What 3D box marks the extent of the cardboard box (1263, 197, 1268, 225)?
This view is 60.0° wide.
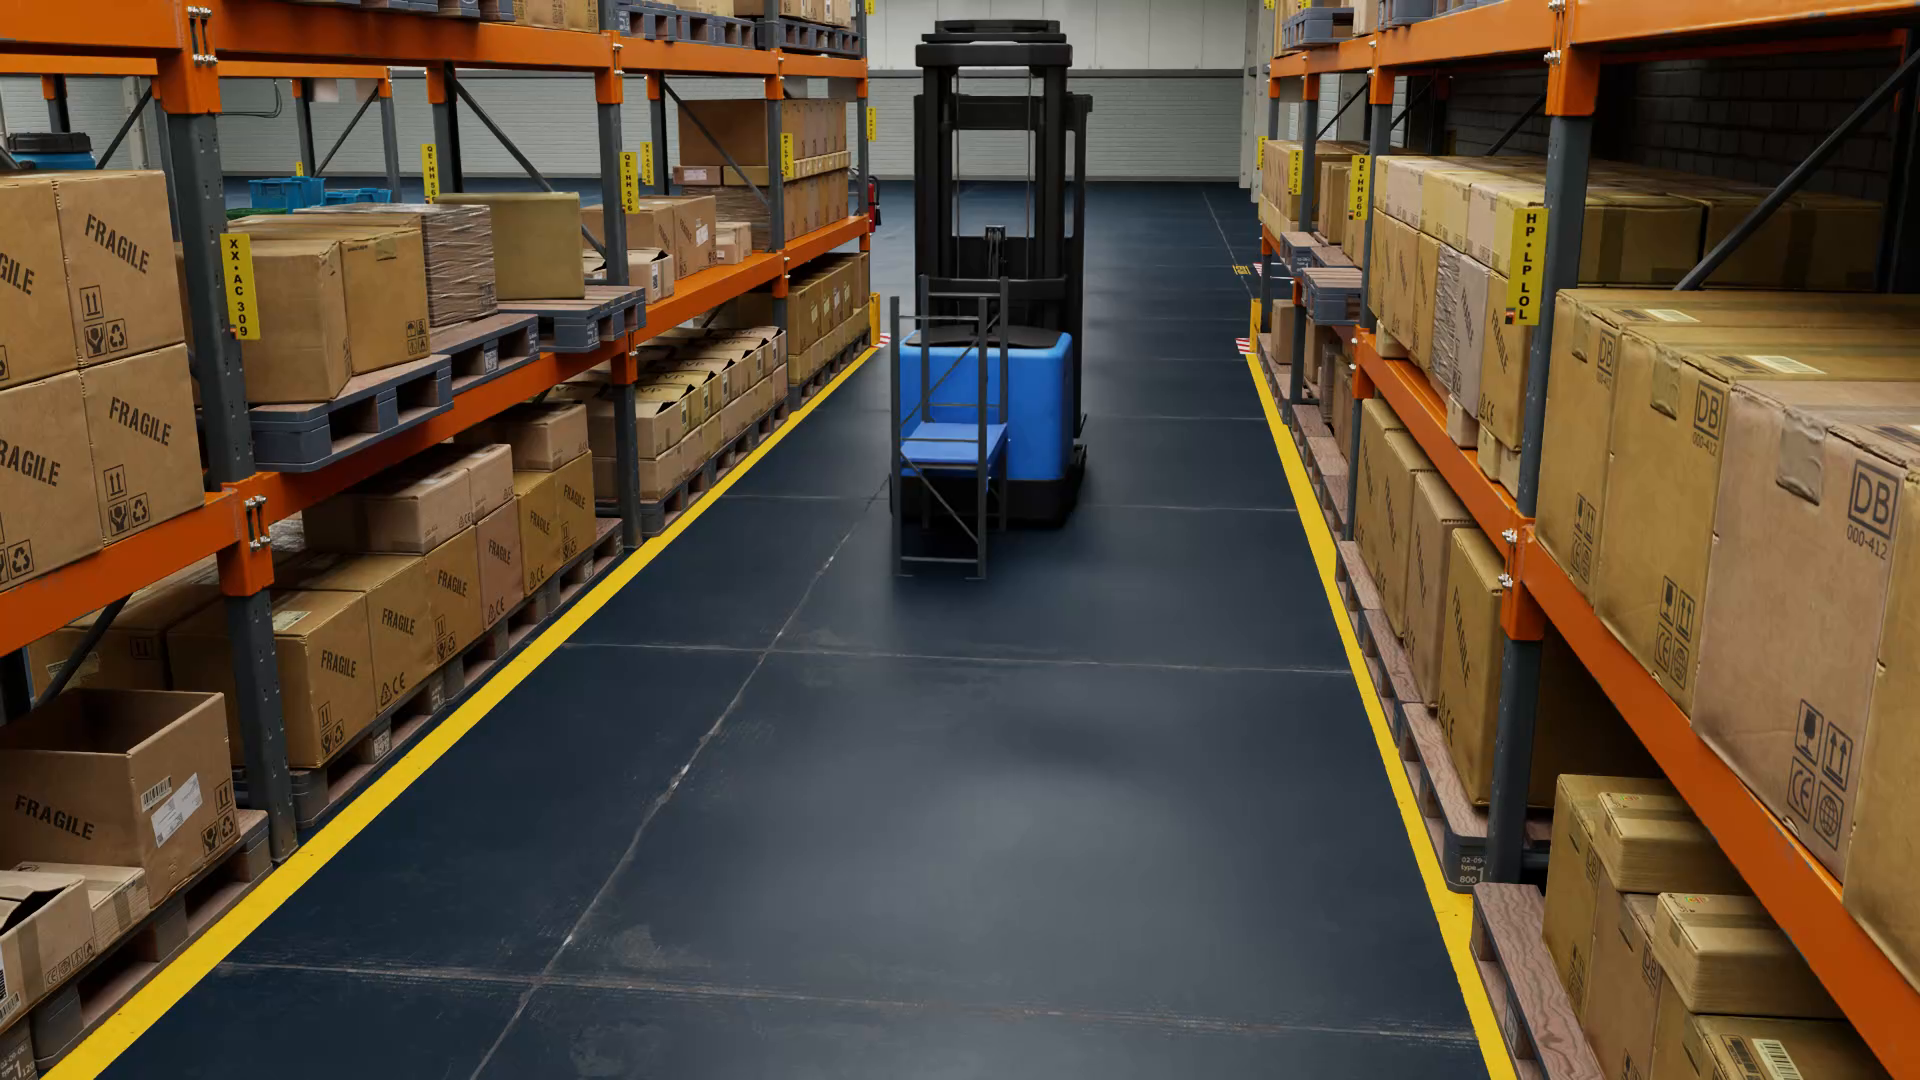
[{"bbox_3d":[3.084,-3.034,15.384,0.500,0.250,0.500,1,15,5],"label":"cardboard box"}]

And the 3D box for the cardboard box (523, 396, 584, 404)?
[{"bbox_3d":[-2.512,-0.708,9.923,0.500,0.311,0.500,2,15,8],"label":"cardboard box"}]

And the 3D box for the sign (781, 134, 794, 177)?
[{"bbox_3d":[-1.335,-2.964,12.809,0.100,0.325,0.005,2,15,6],"label":"sign"}]

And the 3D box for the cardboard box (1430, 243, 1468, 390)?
[{"bbox_3d":[2.059,-0.828,6.178,0.500,0.500,0.500,2,15,6],"label":"cardboard box"}]

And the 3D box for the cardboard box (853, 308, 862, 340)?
[{"bbox_3d":[-1.235,-2.091,16.113,0.500,0.250,0.500,2,15,6],"label":"cardboard box"}]

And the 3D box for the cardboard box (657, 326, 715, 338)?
[{"bbox_3d":[-2.169,-1.503,12.861,0.500,0.311,0.500,2,15,6],"label":"cardboard box"}]

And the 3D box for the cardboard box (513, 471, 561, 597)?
[{"bbox_3d":[-2.258,-0.041,8.013,0.500,0.500,0.500,1,15,4],"label":"cardboard box"}]

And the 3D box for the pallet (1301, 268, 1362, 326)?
[{"bbox_3d":[2.570,-1.369,9.347,1.213,0.211,1.003,2,15,6],"label":"pallet"}]

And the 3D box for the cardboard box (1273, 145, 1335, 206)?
[{"bbox_3d":[2.969,-3.137,14.330,0.500,0.500,0.500,2,15,8],"label":"cardboard box"}]

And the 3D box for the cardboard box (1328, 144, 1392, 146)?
[{"bbox_3d":[3.536,-3.255,14.766,0.500,0.500,0.500,1,15,5],"label":"cardboard box"}]

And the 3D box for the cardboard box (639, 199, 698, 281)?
[{"bbox_3d":[-2.094,-2.039,11.266,0.500,0.500,0.500,2,15,6],"label":"cardboard box"}]

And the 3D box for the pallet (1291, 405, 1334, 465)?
[{"bbox_3d":[2.961,-0.763,12.081,1.003,0.211,1.213,2,15,6],"label":"pallet"}]

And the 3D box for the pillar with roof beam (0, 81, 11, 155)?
[{"bbox_3d":[-20.034,-13.064,40.734,9.100,9.000,0.400,2,15,6],"label":"pillar with roof beam"}]

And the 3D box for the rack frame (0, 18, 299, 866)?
[{"bbox_3d":[-2.778,-0.382,5.326,1.000,3.000,0.127,2,15,6],"label":"rack frame"}]

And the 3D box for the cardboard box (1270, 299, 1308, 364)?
[{"bbox_3d":[3.134,-1.841,14.670,0.700,0.500,0.500,1,15,3],"label":"cardboard box"}]

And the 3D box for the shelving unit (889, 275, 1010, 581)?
[{"bbox_3d":[-0.042,-0.649,9.189,0.538,1.500,1.048,2,15,7],"label":"shelving unit"}]

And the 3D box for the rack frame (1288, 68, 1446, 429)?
[{"bbox_3d":[3.047,-2.311,12.464,1.000,3.000,0.127,2,15,6],"label":"rack frame"}]

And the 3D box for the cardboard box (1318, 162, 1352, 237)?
[{"bbox_3d":[2.956,-2.441,11.909,0.700,0.500,0.500,2,15,6],"label":"cardboard box"}]

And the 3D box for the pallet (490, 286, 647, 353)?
[{"bbox_3d":[-2.333,-1.148,8.530,1.213,0.211,1.003,2,15,6],"label":"pallet"}]

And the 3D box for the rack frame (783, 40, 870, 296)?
[{"bbox_3d":[-1.424,-3.494,16.837,1.000,3.000,0.127,2,15,6],"label":"rack frame"}]

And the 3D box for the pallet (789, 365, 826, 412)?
[{"bbox_3d":[-1.744,-1.315,14.122,1.003,0.211,1.213,2,15,6],"label":"pallet"}]

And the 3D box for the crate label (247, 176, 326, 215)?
[{"bbox_3d":[-6.284,-3.172,15.580,0.502,0.435,0.616,2,15,6],"label":"crate label"}]

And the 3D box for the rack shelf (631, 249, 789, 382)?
[{"bbox_3d":[-2.101,-1.590,11.175,1.077,0.370,4.000,2,15,6],"label":"rack shelf"}]

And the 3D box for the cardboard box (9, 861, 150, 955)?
[{"bbox_3d":[-2.543,1.037,4.698,0.380,0.149,0.250,2,15,6],"label":"cardboard box"}]

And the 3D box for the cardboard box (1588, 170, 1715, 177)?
[{"bbox_3d":[2.622,-1.313,6.535,0.500,0.250,0.500,1,15,5],"label":"cardboard box"}]

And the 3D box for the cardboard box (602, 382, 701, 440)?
[{"bbox_3d":[-1.925,-0.829,10.369,0.500,0.311,0.500,1,15,5],"label":"cardboard box"}]

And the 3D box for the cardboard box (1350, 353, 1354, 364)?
[{"bbox_3d":[2.879,-1.238,11.005,0.500,0.250,0.500,1,15,5],"label":"cardboard box"}]

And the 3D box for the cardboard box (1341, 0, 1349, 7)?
[{"bbox_3d":[2.906,-3.871,11.489,0.500,0.500,0.500,4,16,14],"label":"cardboard box"}]

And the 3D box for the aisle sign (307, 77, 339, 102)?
[{"bbox_3d":[-6.628,-4.923,17.141,0.394,0.787,0.004,2,15,6],"label":"aisle sign"}]

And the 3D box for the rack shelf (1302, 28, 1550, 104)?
[{"bbox_3d":[2.822,-2.893,10.248,1.077,0.370,4.000,2,15,6],"label":"rack shelf"}]

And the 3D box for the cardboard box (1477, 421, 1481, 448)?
[{"bbox_3d":[1.980,-0.353,5.664,0.380,0.149,0.250,2,15,8],"label":"cardboard box"}]

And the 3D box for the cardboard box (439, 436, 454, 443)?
[{"bbox_3d":[-2.662,-0.315,9.027,0.500,0.500,0.500,2,15,9],"label":"cardboard box"}]

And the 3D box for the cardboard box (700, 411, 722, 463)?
[{"bbox_3d":[-1.867,-0.687,10.919,0.500,0.250,0.500,1,15,5],"label":"cardboard box"}]

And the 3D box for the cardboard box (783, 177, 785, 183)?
[{"bbox_3d":[-1.624,-2.947,13.379,0.380,0.149,0.250,2,15,7],"label":"cardboard box"}]

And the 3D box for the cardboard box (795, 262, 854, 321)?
[{"bbox_3d":[-1.287,-2.324,15.535,0.500,0.500,0.500,2,15,6],"label":"cardboard box"}]

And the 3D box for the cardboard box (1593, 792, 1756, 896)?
[{"bbox_3d":[1.738,0.729,3.963,0.380,0.149,0.250,2,15,8],"label":"cardboard box"}]

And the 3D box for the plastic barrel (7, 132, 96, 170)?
[{"bbox_3d":[-7.141,-2.754,13.140,0.600,0.901,0.708,2,15,6],"label":"plastic barrel"}]

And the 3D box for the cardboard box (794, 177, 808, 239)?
[{"bbox_3d":[-1.718,-2.887,14.400,0.700,0.500,0.500,2,15,7],"label":"cardboard box"}]

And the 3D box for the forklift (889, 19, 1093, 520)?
[{"bbox_3d":[0.285,-1.869,10.960,1.130,2.935,3.031,2,15,7],"label":"forklift"}]

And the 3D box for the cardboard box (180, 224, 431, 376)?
[{"bbox_3d":[-2.488,-0.929,6.355,0.700,0.500,0.500,4,16,15],"label":"cardboard box"}]

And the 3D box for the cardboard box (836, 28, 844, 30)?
[{"bbox_3d":[-1.493,-5.113,15.808,0.797,0.503,0.637,3,15,10],"label":"cardboard box"}]

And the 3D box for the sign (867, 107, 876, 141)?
[{"bbox_3d":[-0.886,-4.148,16.582,0.100,0.325,0.005,2,15,6],"label":"sign"}]

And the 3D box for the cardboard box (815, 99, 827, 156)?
[{"bbox_3d":[-1.605,-3.767,15.168,0.700,0.500,0.500,2,15,6],"label":"cardboard box"}]

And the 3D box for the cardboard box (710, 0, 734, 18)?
[{"bbox_3d":[-1.954,-3.875,11.983,0.500,0.250,0.500,3,15,12],"label":"cardboard box"}]

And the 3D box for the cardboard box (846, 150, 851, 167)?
[{"bbox_3d":[-1.278,-3.751,16.352,0.380,0.149,0.250,1,15,5],"label":"cardboard box"}]

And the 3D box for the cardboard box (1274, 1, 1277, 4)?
[{"bbox_3d":[3.214,-5.245,15.420,0.500,0.500,0.500,1,15,2],"label":"cardboard box"}]

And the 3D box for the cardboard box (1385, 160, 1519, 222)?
[{"bbox_3d":[2.229,-1.588,7.552,0.500,0.250,0.500,1,15,5],"label":"cardboard box"}]

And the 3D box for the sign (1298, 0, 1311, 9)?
[{"bbox_3d":[2.507,-4.023,12.057,0.100,0.325,0.005,2,15,6],"label":"sign"}]

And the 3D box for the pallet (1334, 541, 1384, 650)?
[{"bbox_3d":[2.432,0.274,8.243,1.003,0.211,1.213,2,15,6],"label":"pallet"}]

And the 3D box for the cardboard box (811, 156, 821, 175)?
[{"bbox_3d":[-1.451,-3.348,14.864,0.380,0.149,0.250,1,15,5],"label":"cardboard box"}]

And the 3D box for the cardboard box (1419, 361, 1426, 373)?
[{"bbox_3d":[2.251,-0.816,7.376,0.380,0.149,0.250,2,15,7],"label":"cardboard box"}]

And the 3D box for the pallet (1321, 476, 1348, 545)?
[{"bbox_3d":[2.686,-0.131,9.741,1.003,0.211,1.213,2,15,6],"label":"pallet"}]

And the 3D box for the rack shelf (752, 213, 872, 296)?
[{"bbox_3d":[-1.650,-2.628,15.012,1.077,0.370,4.000,2,15,6],"label":"rack shelf"}]

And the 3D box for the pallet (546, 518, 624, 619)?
[{"bbox_3d":[-2.448,0.120,8.815,1.003,0.211,1.213,2,15,6],"label":"pallet"}]

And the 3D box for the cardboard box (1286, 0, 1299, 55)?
[{"bbox_3d":[2.953,-4.231,13.587,0.500,0.500,0.500,1,15,4],"label":"cardboard box"}]
